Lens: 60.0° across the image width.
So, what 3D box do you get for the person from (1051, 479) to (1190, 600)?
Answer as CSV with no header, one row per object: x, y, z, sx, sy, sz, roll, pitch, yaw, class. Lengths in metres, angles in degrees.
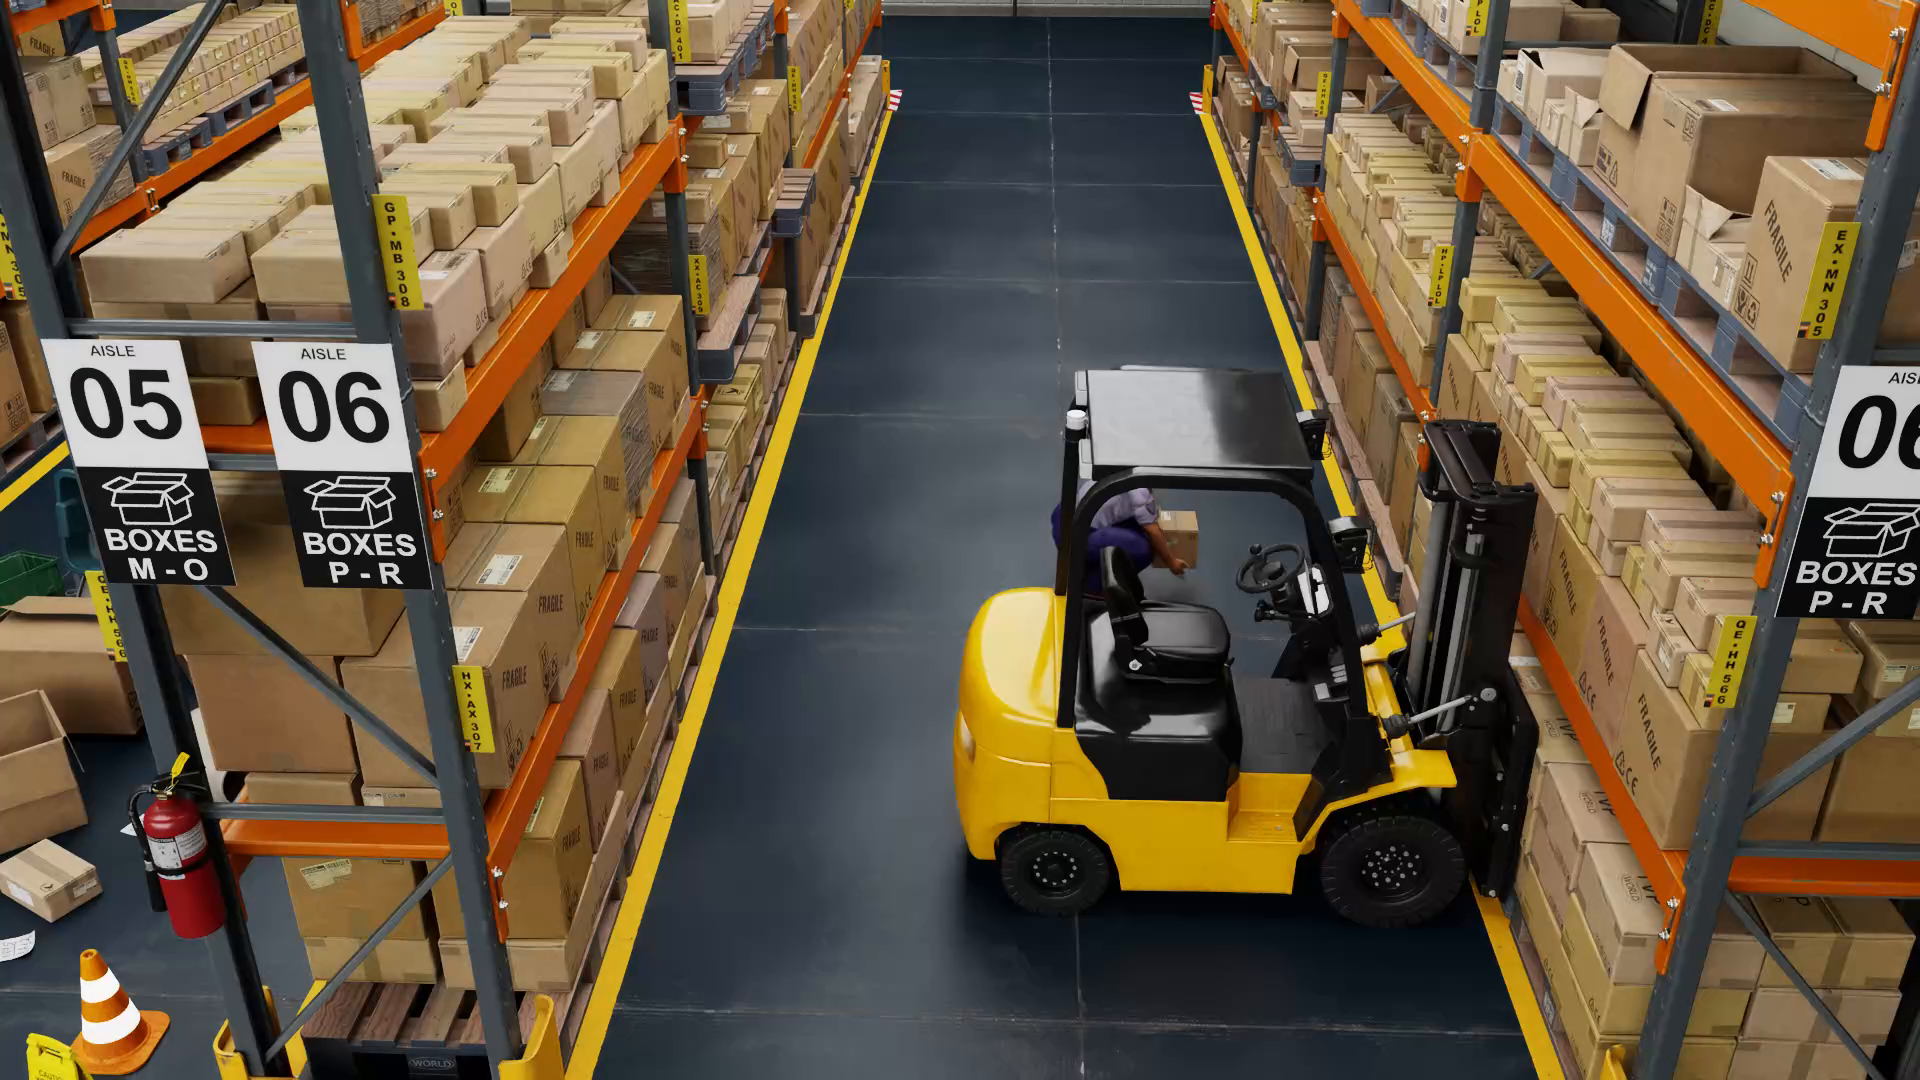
0.934,-0.130,9.650,0.809,0.940,0.497,0,28,1,person
